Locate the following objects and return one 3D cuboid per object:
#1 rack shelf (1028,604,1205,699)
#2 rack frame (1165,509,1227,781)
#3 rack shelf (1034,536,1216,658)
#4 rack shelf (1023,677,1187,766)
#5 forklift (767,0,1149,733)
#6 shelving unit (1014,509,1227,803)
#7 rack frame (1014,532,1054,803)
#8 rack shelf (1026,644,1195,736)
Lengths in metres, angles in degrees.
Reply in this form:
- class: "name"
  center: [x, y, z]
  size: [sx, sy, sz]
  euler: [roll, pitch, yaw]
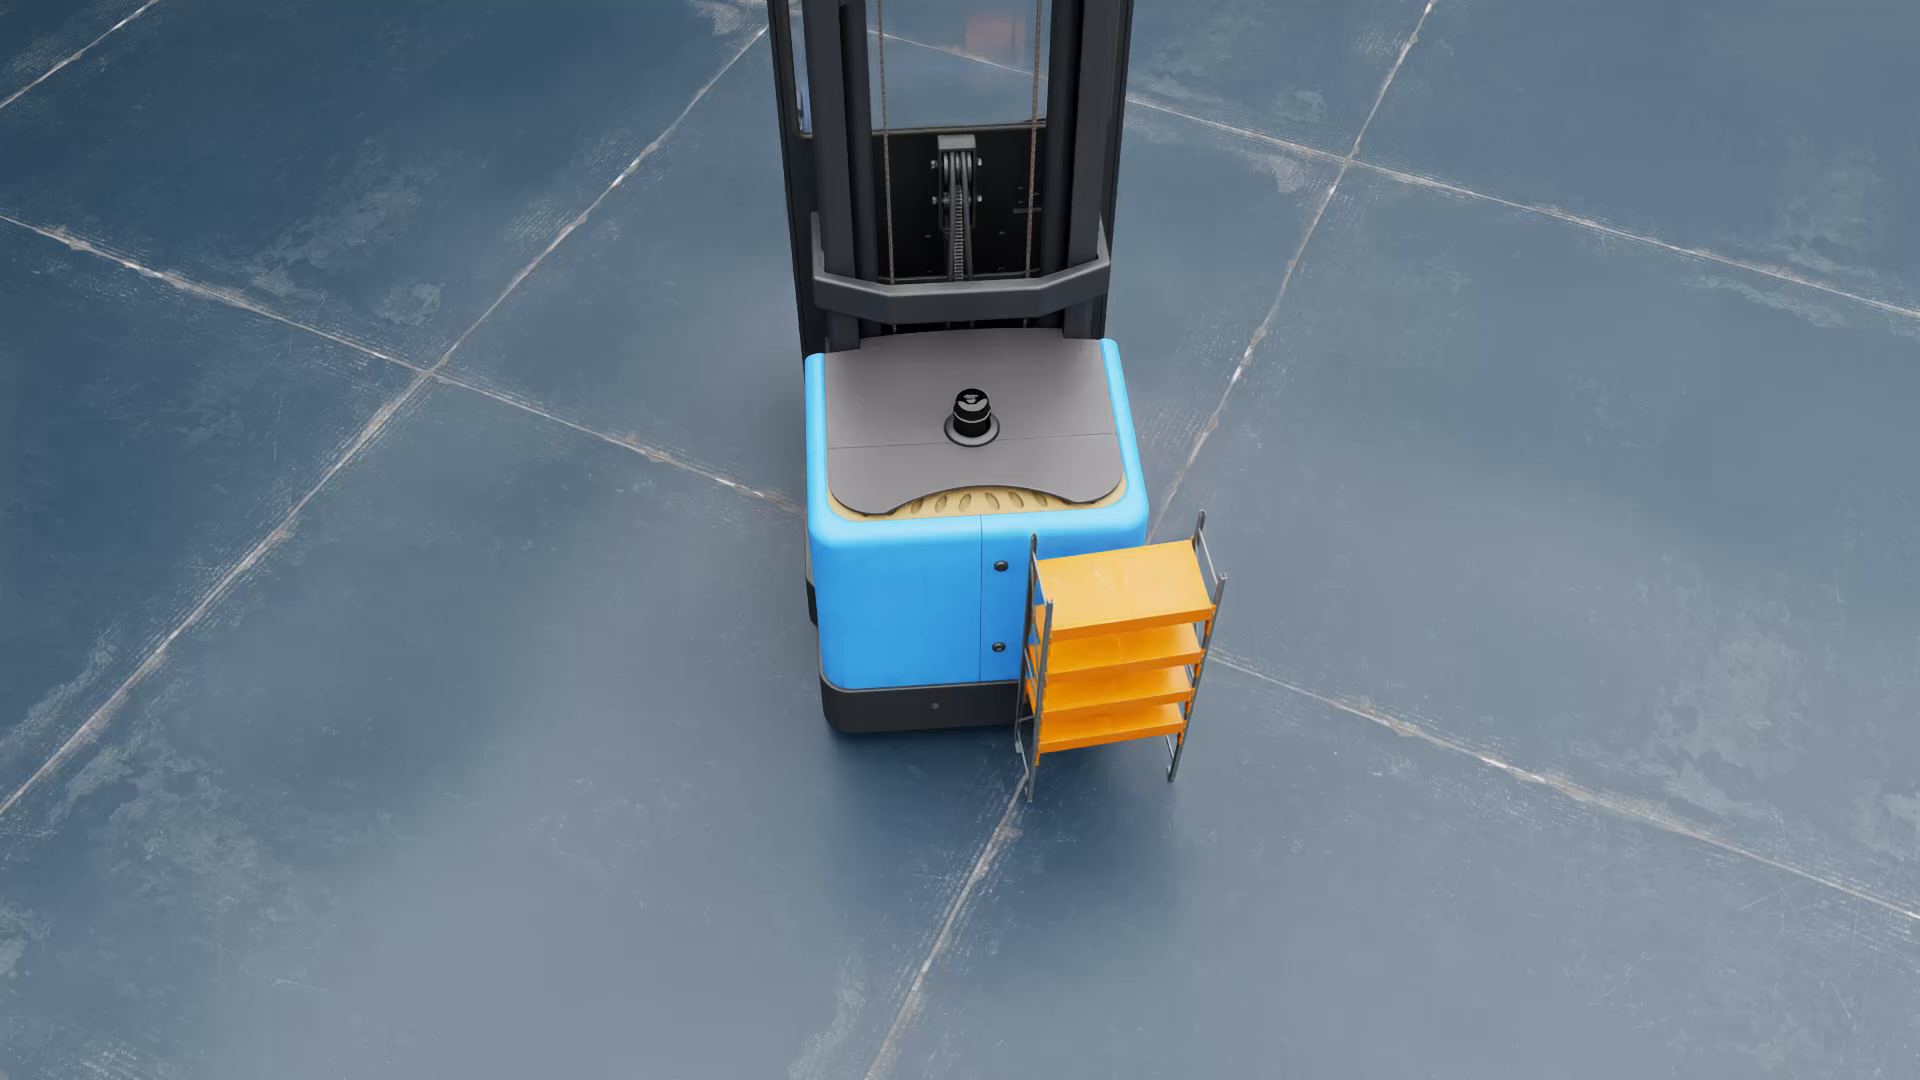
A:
- class: "rack shelf"
  center: [0.462, 0.301, 4.988]
  size: [0.480, 0.148, 0.258]
  euler: [-8, 55, -6]
- class: "rack frame"
  center: [0.700, 0.359, 5.143]
  size: [0.015, 1.200, 0.240]
  euler: [-8, 55, -6]
- class: "rack shelf"
  center: [0.465, 0.163, 4.796]
  size: [0.480, 0.148, 0.258]
  euler: [-8, 55, -6]
- class: "rack shelf"
  center: [0.456, 0.546, 5.332]
  size: [0.480, 0.148, 0.258]
  euler: [-8, 55, -6]
- class: "forklift"
  center: [-0.046, -1.426, 5.538]
  size: [1.130, 2.935, 3.031]
  euler: [-3, 50, -3]
- class: "shelving unit"
  center: [0.459, 0.392, 5.116]
  size: [0.503, 1.200, 0.258]
  euler: [-8, 55, -6]
- class: "rack frame"
  center: [0.219, 0.424, 5.088]
  size: [0.015, 1.200, 0.240]
  euler: [-8, 55, -6]
- class: "rack shelf"
  center: [0.458, 0.431, 5.170]
  size: [0.480, 0.148, 0.258]
  euler: [-8, 55, -6]
